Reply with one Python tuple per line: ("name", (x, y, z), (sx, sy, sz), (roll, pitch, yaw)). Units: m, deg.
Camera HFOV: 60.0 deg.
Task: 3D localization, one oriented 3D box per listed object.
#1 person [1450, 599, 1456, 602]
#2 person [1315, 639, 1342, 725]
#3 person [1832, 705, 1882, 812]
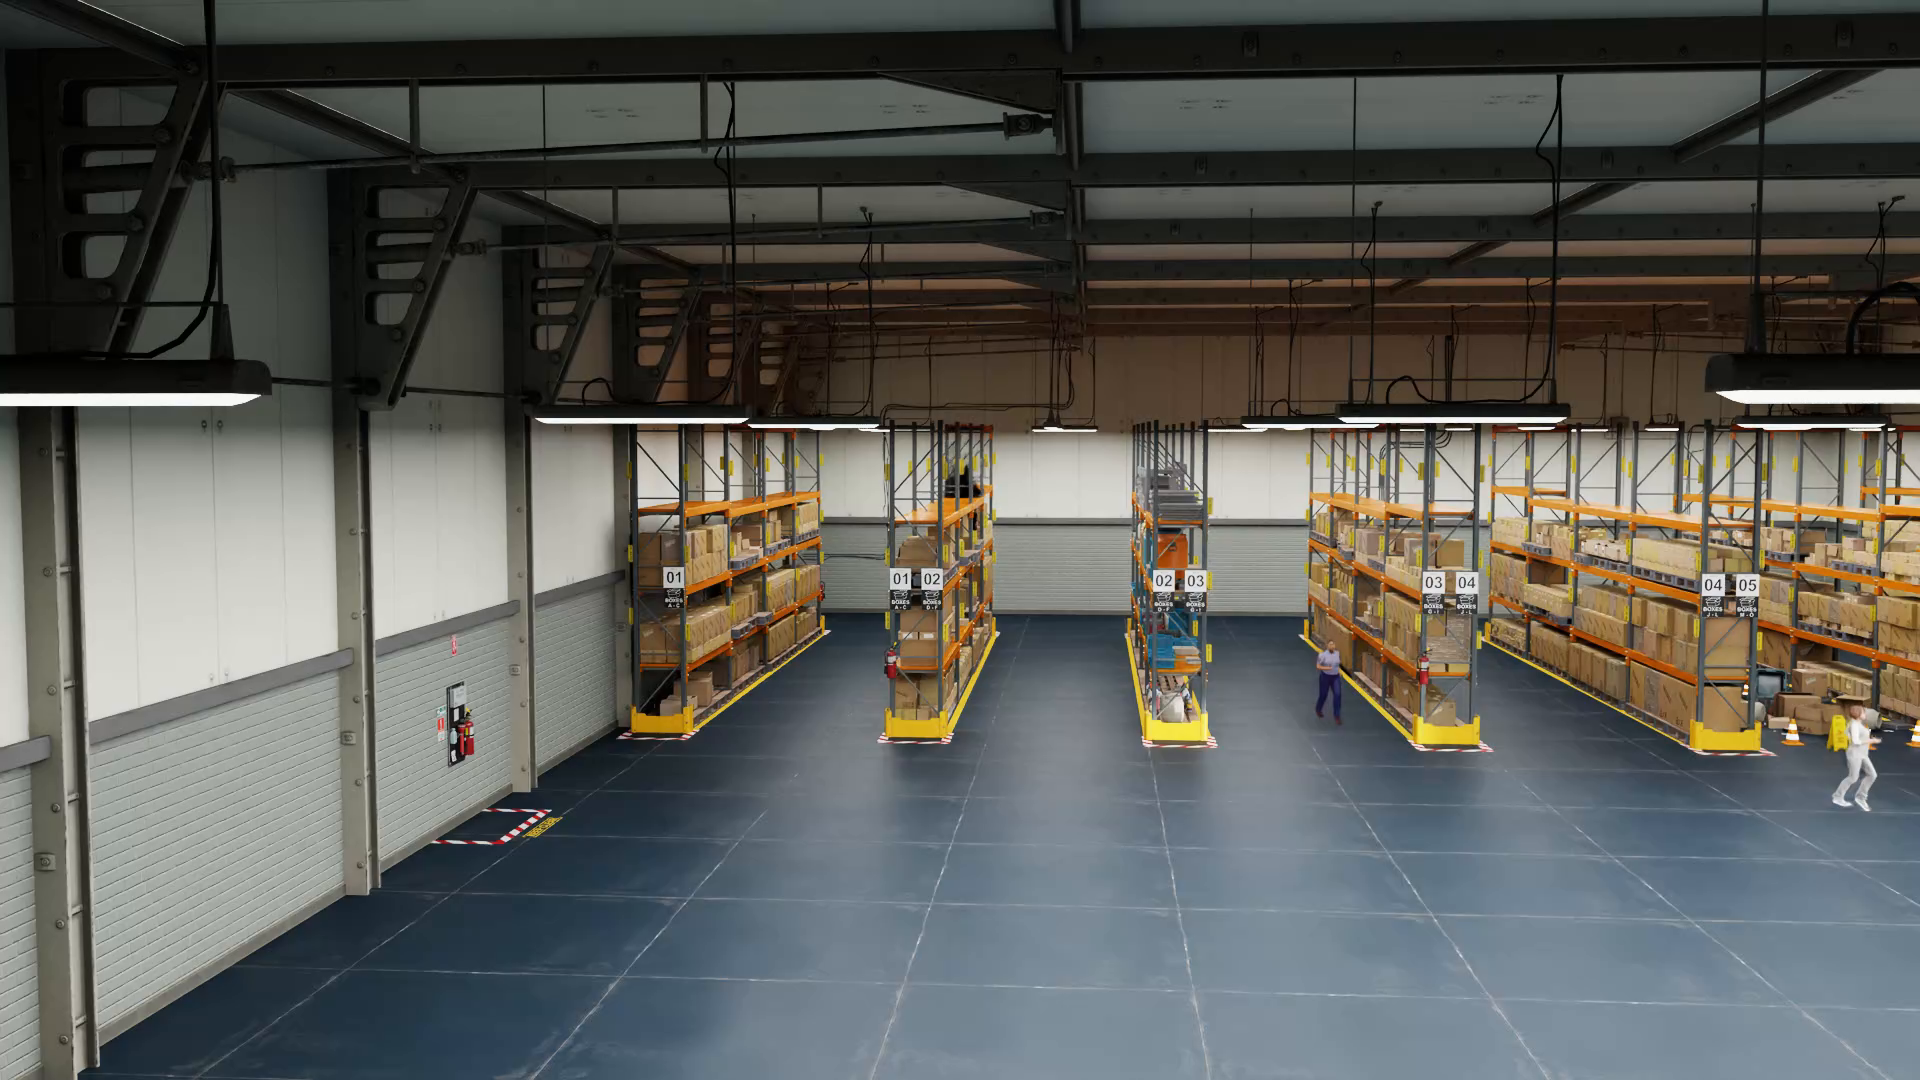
("person", (13.878, 1.866, 47.392), (0.998, 1.696, 0.865), (0, 4, -2))
("person", (7.355, 2.796, 33.156), (0.568, 1.667, 0.901), (0, 4, -7))
("person", (13.660, 3.320, 25.296), (0.661, 1.624, 0.514), (3, 5, 41))
